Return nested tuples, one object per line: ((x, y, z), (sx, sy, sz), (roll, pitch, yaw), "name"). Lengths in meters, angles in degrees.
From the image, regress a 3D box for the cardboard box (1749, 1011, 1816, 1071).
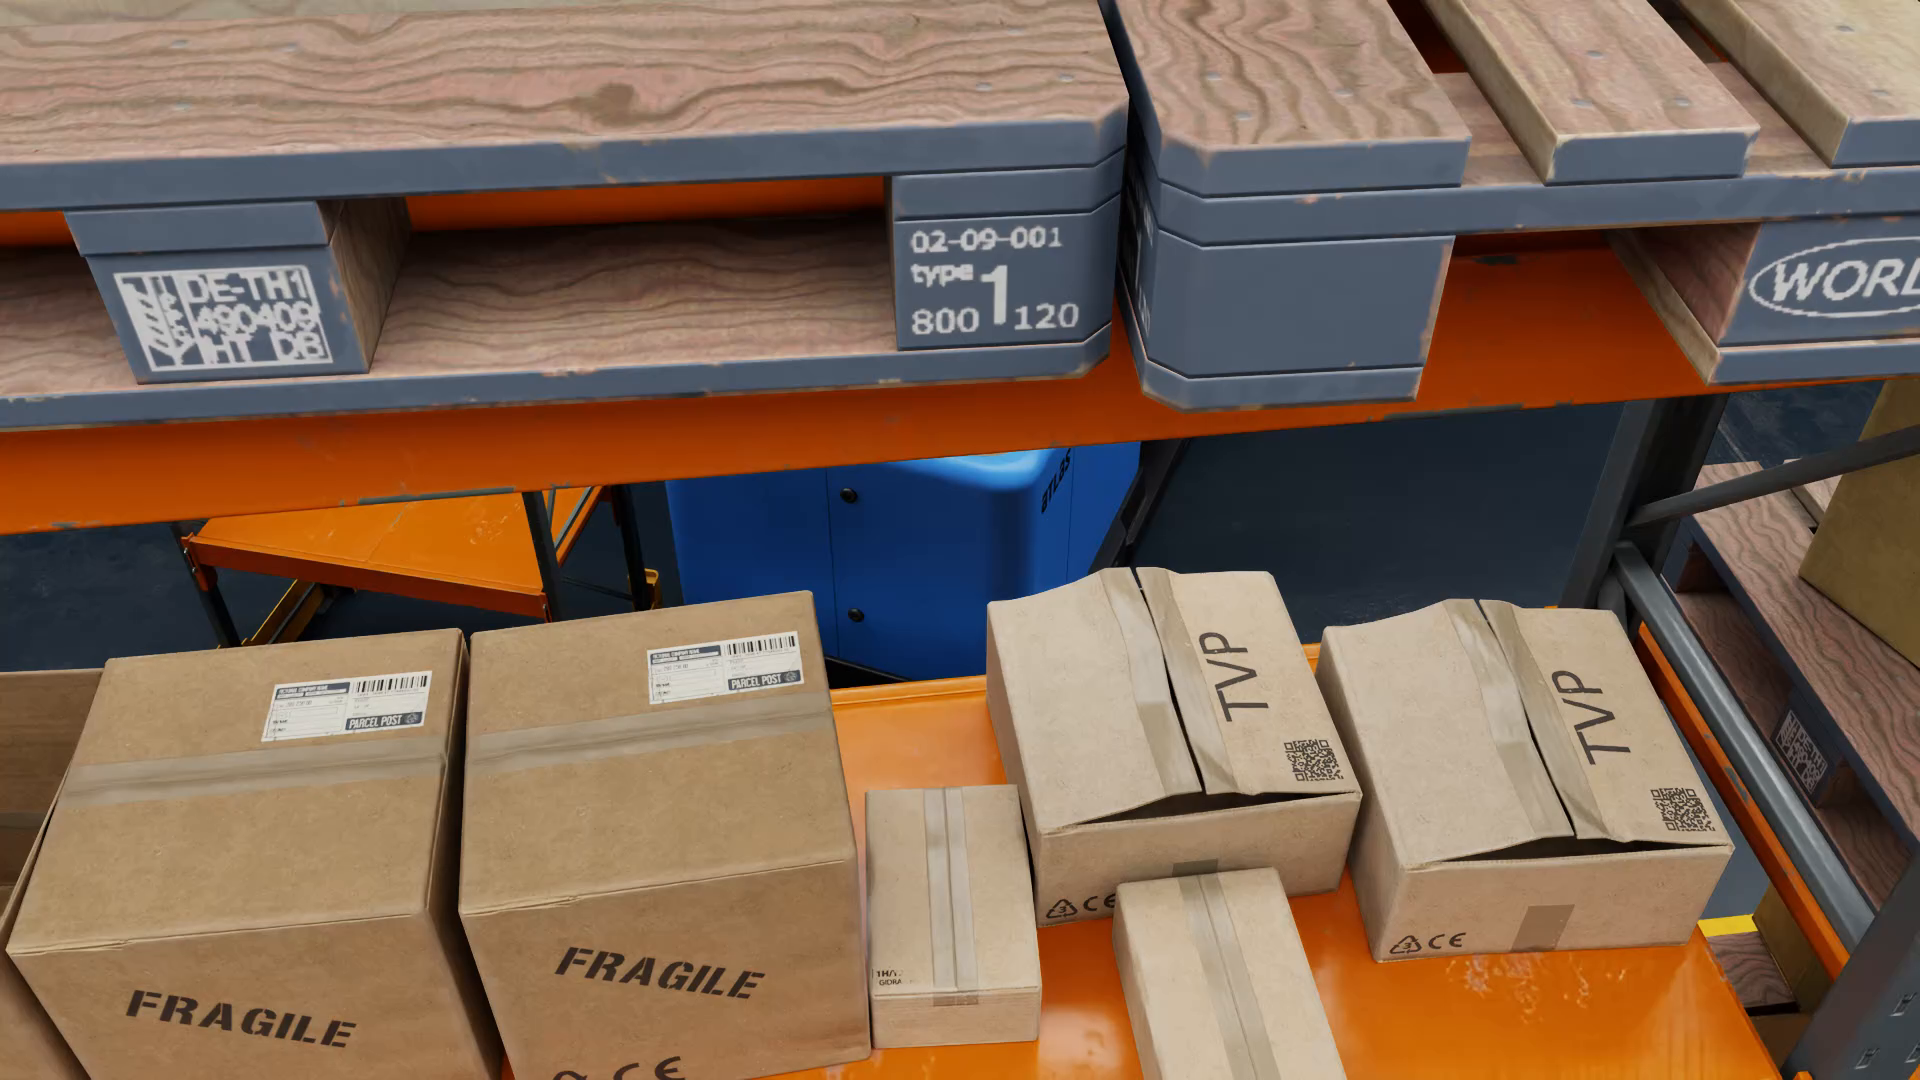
((1.729, 1.246, 3.167), (0.500, 0.500, 0.500), (-3, 42, -4), "cardboard box")

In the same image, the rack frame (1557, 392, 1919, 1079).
((1.240, 0.331, 2.644), (0.127, 3.000, 1.000), (-5, 42, -6), "rack frame")

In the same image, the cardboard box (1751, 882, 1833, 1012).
((2.137, 0.858, 3.597), (0.500, 0.500, 0.500), (-3, 42, -4), "cardboard box")

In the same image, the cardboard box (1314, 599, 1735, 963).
((0.874, 0.366, 2.671), (0.500, 0.311, 0.500), (-3, 42, -3), "cardboard box")

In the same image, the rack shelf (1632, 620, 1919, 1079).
((3.223, 0.424, 3.077), (4.000, 0.370, 1.077), (-5, 42, -6), "rack shelf")

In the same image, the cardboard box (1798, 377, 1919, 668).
((1.850, 0.008, 2.613), (0.500, 0.500, 0.700), (-19, 45, -20), "cardboard box")

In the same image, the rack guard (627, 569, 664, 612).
((-0.963, 0.368, 4.655), (0.087, 0.250, 0.587), (8, 43, 9), "rack guard")

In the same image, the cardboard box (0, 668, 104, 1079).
((-1.440, 0.539, 2.338), (0.500, 0.500, 0.500), (-2, 42, -2), "cardboard box")

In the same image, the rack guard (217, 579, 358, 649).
((-1.937, 0.228, 4.810), (0.087, 0.250, 0.587), (8, 43, 9), "rack guard")

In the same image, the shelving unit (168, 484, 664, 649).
((-1.450, -0.166, 4.314), (1.083, 1.500, 0.587), (8, 43, 9), "shelving unit")

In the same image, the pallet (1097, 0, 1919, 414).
((0.579, -0.595, 1.571), (1.003, 0.211, 1.213), (-3, 42, -4), "pallet")

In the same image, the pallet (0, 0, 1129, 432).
((-0.530, -0.496, 1.461), (1.213, 0.211, 1.003), (-3, 42, -4), "pallet")

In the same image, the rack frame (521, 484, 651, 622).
((-0.962, -0.095, 4.236), (0.032, 1.500, 0.500), (8, 43, 9), "rack frame")

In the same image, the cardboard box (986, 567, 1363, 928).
((0.328, 0.313, 2.730), (0.500, 0.311, 0.500), (-5, 42, -6), "cardboard box")

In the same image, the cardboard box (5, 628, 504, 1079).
((-0.943, 0.496, 2.386), (0.500, 0.500, 0.500), (-5, 42, -5), "cardboard box")

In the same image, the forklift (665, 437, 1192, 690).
((0.228, -1.477, 4.699), (1.130, 2.935, 3.031), (15, 44, 16), "forklift")

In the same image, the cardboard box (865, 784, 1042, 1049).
((-0.017, 0.572, 2.564), (0.250, 0.149, 0.380), (-2, 42, -2), "cardboard box")

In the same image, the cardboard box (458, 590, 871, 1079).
((-0.421, 0.450, 2.437), (0.500, 0.500, 0.500), (-7, 43, -8), "cardboard box")

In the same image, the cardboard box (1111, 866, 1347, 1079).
((0.384, 0.686, 2.438), (0.250, 0.149, 0.380), (-5, 42, -6), "cardboard box")

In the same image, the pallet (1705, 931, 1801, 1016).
((1.986, 1.326, 3.622), (1.213, 0.211, 1.003), (-5, 42, -6), "pallet")

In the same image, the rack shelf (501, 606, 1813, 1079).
((-0.743, 0.771, 2.692), (4.000, 0.370, 1.077), (-5, 42, -6), "rack shelf")

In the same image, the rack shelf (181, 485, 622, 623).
((-1.459, -0.034, 4.436), (1.000, 0.185, 0.538), (8, 43, 9), "rack shelf")

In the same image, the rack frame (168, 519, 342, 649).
((-1.956, -0.239, 4.395), (0.032, 1.500, 0.500), (8, 43, 9), "rack frame")

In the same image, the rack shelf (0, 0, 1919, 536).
((-0.743, -0.342, 1.688), (4.000, 0.370, 1.077), (-5, 42, -6), "rack shelf")

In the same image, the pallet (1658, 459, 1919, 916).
((1.903, 0.296, 2.825), (1.003, 0.211, 1.213), (-5, 42, -6), "pallet")
